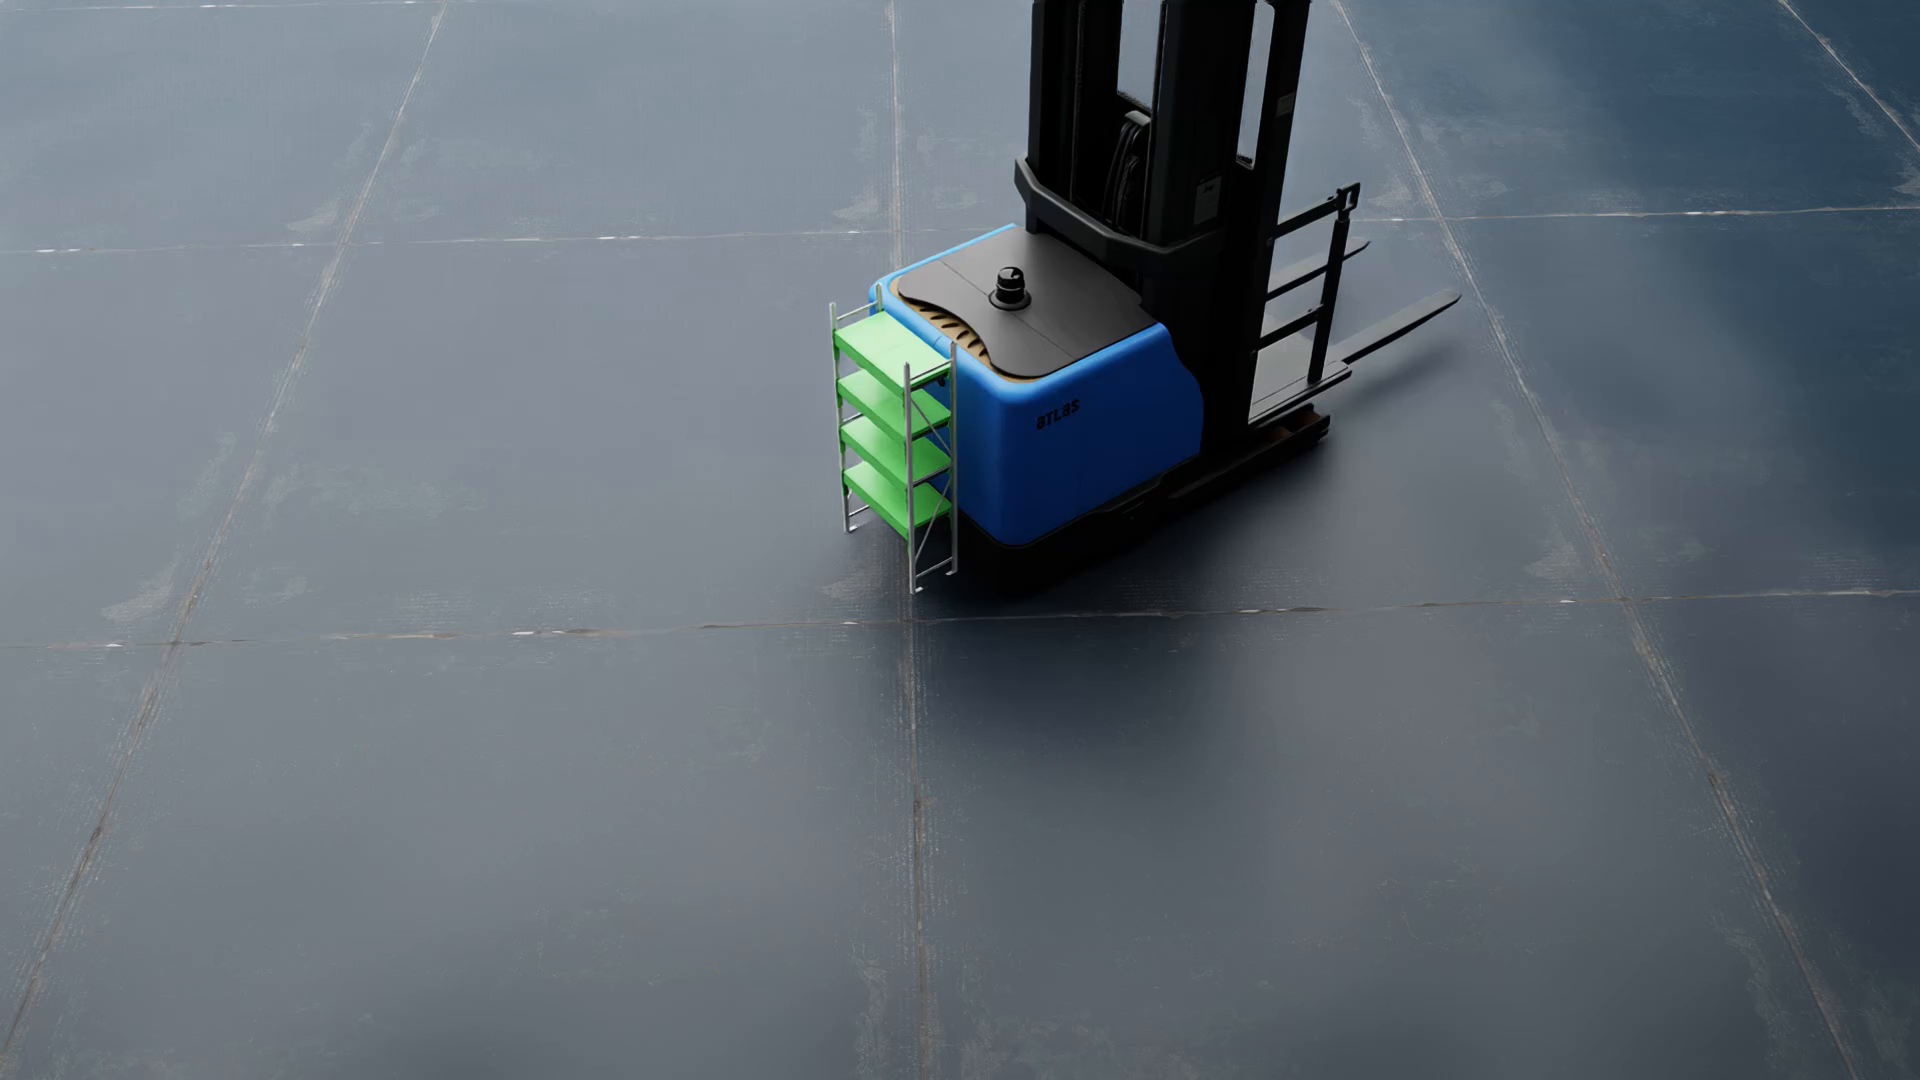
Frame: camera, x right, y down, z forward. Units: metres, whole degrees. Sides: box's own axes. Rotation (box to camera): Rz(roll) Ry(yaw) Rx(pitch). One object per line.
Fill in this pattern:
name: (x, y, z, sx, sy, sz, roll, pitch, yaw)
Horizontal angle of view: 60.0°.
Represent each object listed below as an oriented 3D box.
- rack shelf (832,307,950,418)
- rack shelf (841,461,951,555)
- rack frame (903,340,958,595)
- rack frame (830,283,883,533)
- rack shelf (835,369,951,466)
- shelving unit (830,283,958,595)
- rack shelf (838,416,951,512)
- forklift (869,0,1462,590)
rack shelf: (-0.260, -0.700, 6.509, 0.258, 0.148, 0.480, -27, 49, -27)
rack shelf: (-0.259, -0.170, 6.996, 0.258, 0.148, 0.480, -27, 49, -27)
rack frame: (-0.111, -0.262, 6.648, 0.240, 1.200, 0.015, -27, 49, -27)
rack frame: (-0.408, -0.524, 6.933, 0.240, 1.200, 0.015, -27, 49, -27)
rack shelf: (-0.260, -0.523, 6.671, 0.258, 0.148, 0.480, -27, 49, -27)
shelving unit: (-0.259, -0.393, 6.791, 0.258, 1.200, 0.503, -27, 49, -27)
rack shelf: (-0.259, -0.346, 6.834, 0.258, 0.148, 0.480, -27, 49, -27)
forklift: (1.087, -1.692, 6.926, 3.031, 2.935, 1.130, -27, 49, -27)
